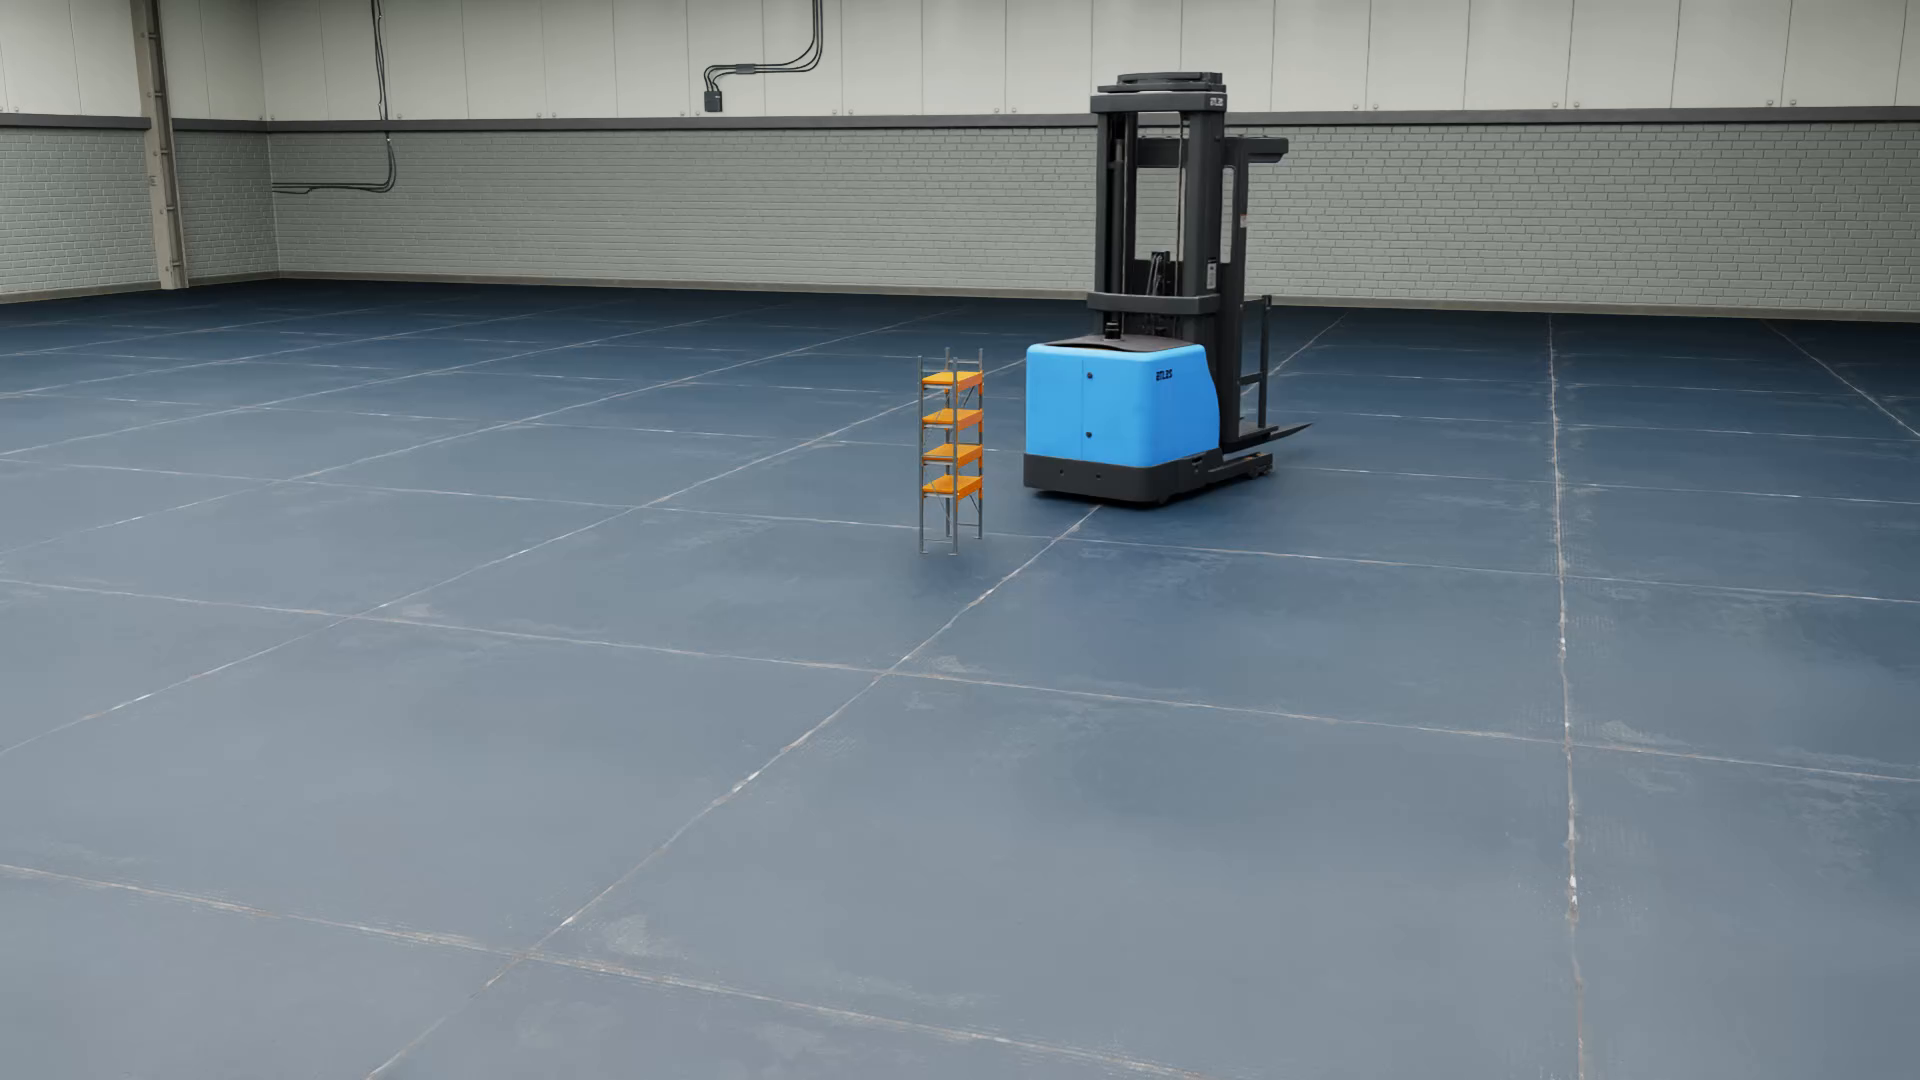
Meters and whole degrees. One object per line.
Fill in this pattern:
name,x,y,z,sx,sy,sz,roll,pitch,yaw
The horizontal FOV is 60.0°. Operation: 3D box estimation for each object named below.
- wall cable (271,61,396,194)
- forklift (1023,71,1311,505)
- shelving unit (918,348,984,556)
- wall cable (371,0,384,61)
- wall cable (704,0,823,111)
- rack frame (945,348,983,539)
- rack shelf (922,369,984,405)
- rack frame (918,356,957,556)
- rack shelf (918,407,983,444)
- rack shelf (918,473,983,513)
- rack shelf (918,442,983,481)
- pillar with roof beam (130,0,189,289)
wall cable,-12.485,-8.103,32.743,3.097,2.526,0.112,4,14,18
forklift,1.729,-1.946,12.428,1.130,2.935,3.031,9,16,35
shelving unit,-0.054,-0.550,10.202,0.258,1.200,0.503,4,14,18
wall cable,-9.925,-10.370,31.327,3.097,2.526,0.112,4,14,18
wall cable,-3.507,-10.588,29.010,2.305,6.003,0.169,4,14,18
rack frame,0.025,-0.601,10.427,0.240,1.200,0.015,4,14,18
rack shelf,-0.054,-0.933,10.114,0.258,0.148,0.480,4,14,18
rack frame,-0.132,-0.499,9.977,0.240,1.200,0.015,4,14,18
rack shelf,-0.054,-0.703,10.167,0.258,0.148,0.480,4,14,18
rack shelf,-0.054,-0.291,10.261,0.258,0.148,0.480,4,14,18
rack shelf,-0.054,-0.485,10.217,0.258,0.148,0.480,4,14,18
pillar with roof beam,-10.616,-8.781,28.739,9.100,9.000,0.400,4,14,18
